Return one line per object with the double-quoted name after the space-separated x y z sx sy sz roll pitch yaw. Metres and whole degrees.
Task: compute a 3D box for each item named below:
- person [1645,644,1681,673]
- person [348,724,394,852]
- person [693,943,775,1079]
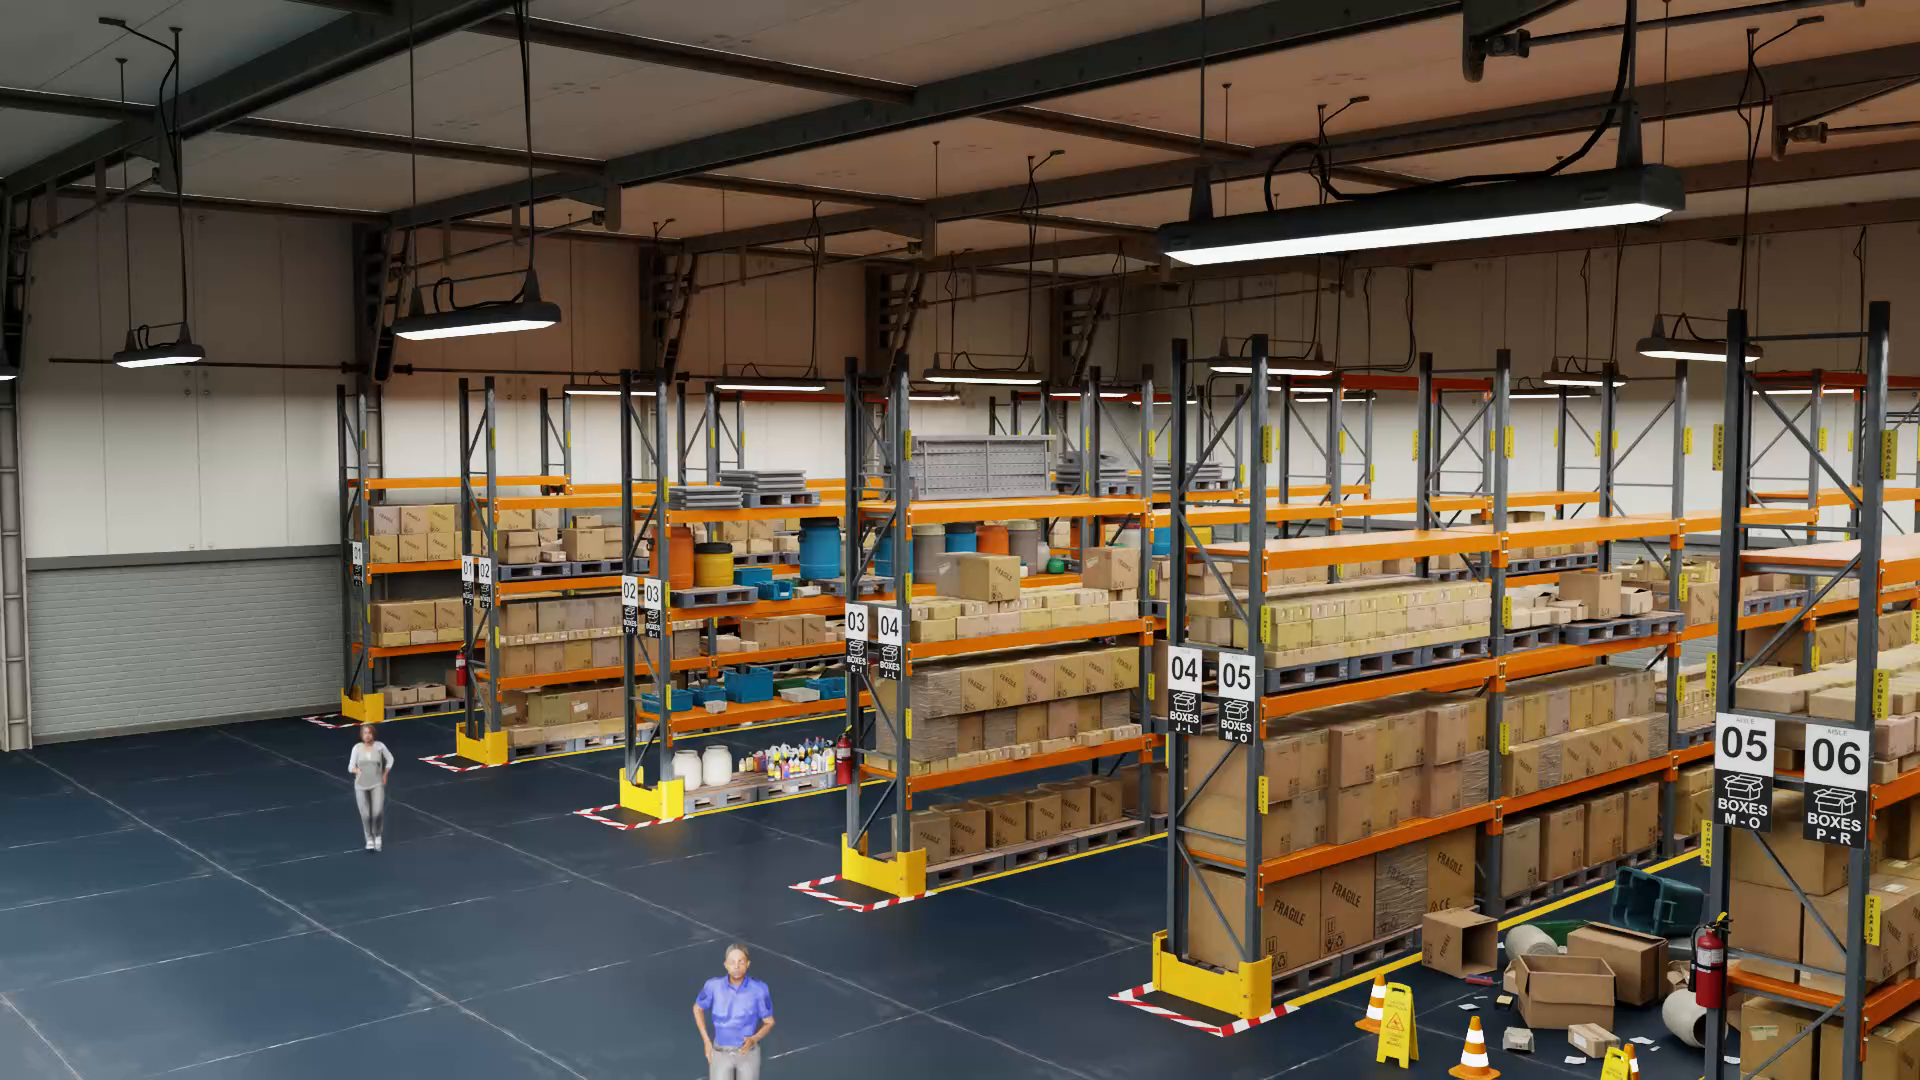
11.795 2.529 27.891 0.658 1.670 0.706 2 4 22 "person"
-7.193 3.035 20.293 0.517 1.575 0.596 -1 4 -15 "person"
-1.546 3.659 11.406 0.556 1.611 0.611 -1 4 -9 "person"
